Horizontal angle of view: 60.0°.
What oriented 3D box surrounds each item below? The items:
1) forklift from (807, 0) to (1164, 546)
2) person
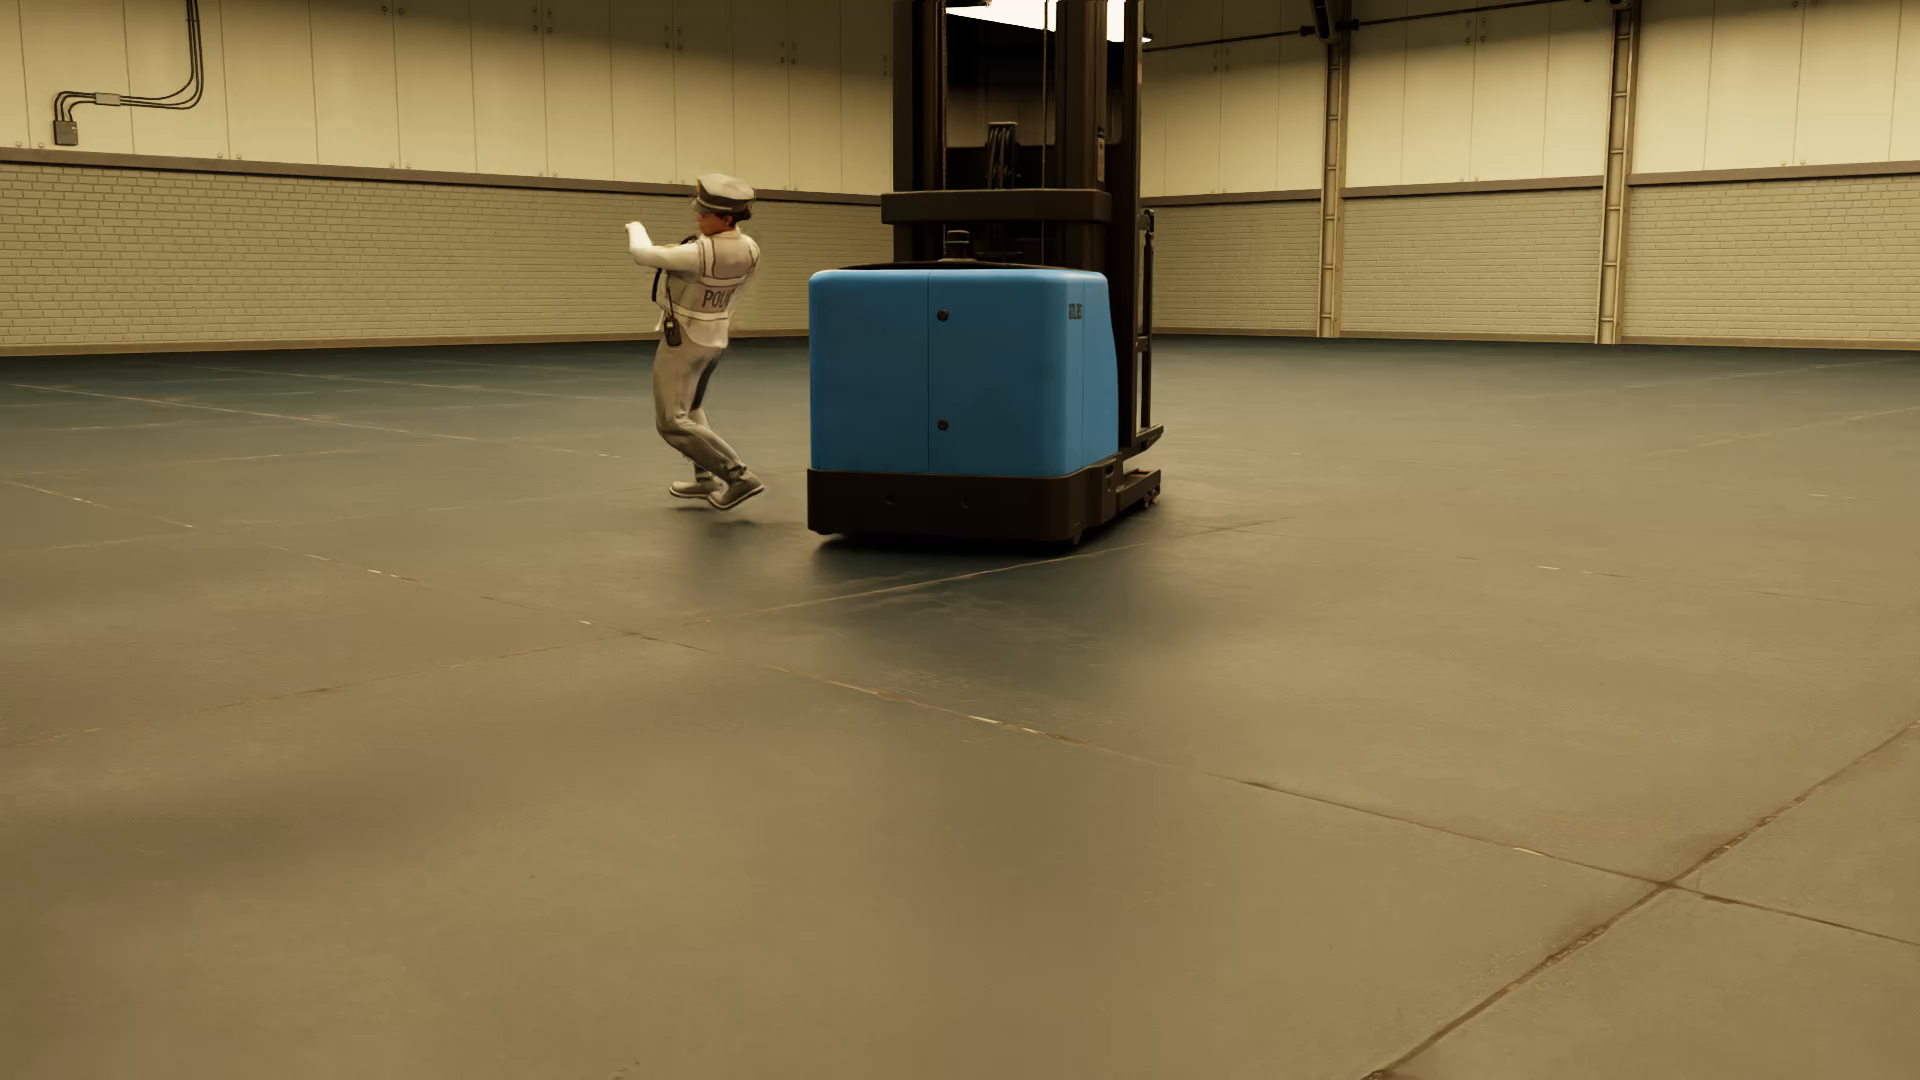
[{"bbox_3d":[0.322,-1.606,7.537,1.130,2.935,3.031,3,9,17],"label":"forklift"},{"bbox_3d":[-1.156,-0.902,7.537,0.761,1.463,0.871,2,9,12],"label":"person"}]
